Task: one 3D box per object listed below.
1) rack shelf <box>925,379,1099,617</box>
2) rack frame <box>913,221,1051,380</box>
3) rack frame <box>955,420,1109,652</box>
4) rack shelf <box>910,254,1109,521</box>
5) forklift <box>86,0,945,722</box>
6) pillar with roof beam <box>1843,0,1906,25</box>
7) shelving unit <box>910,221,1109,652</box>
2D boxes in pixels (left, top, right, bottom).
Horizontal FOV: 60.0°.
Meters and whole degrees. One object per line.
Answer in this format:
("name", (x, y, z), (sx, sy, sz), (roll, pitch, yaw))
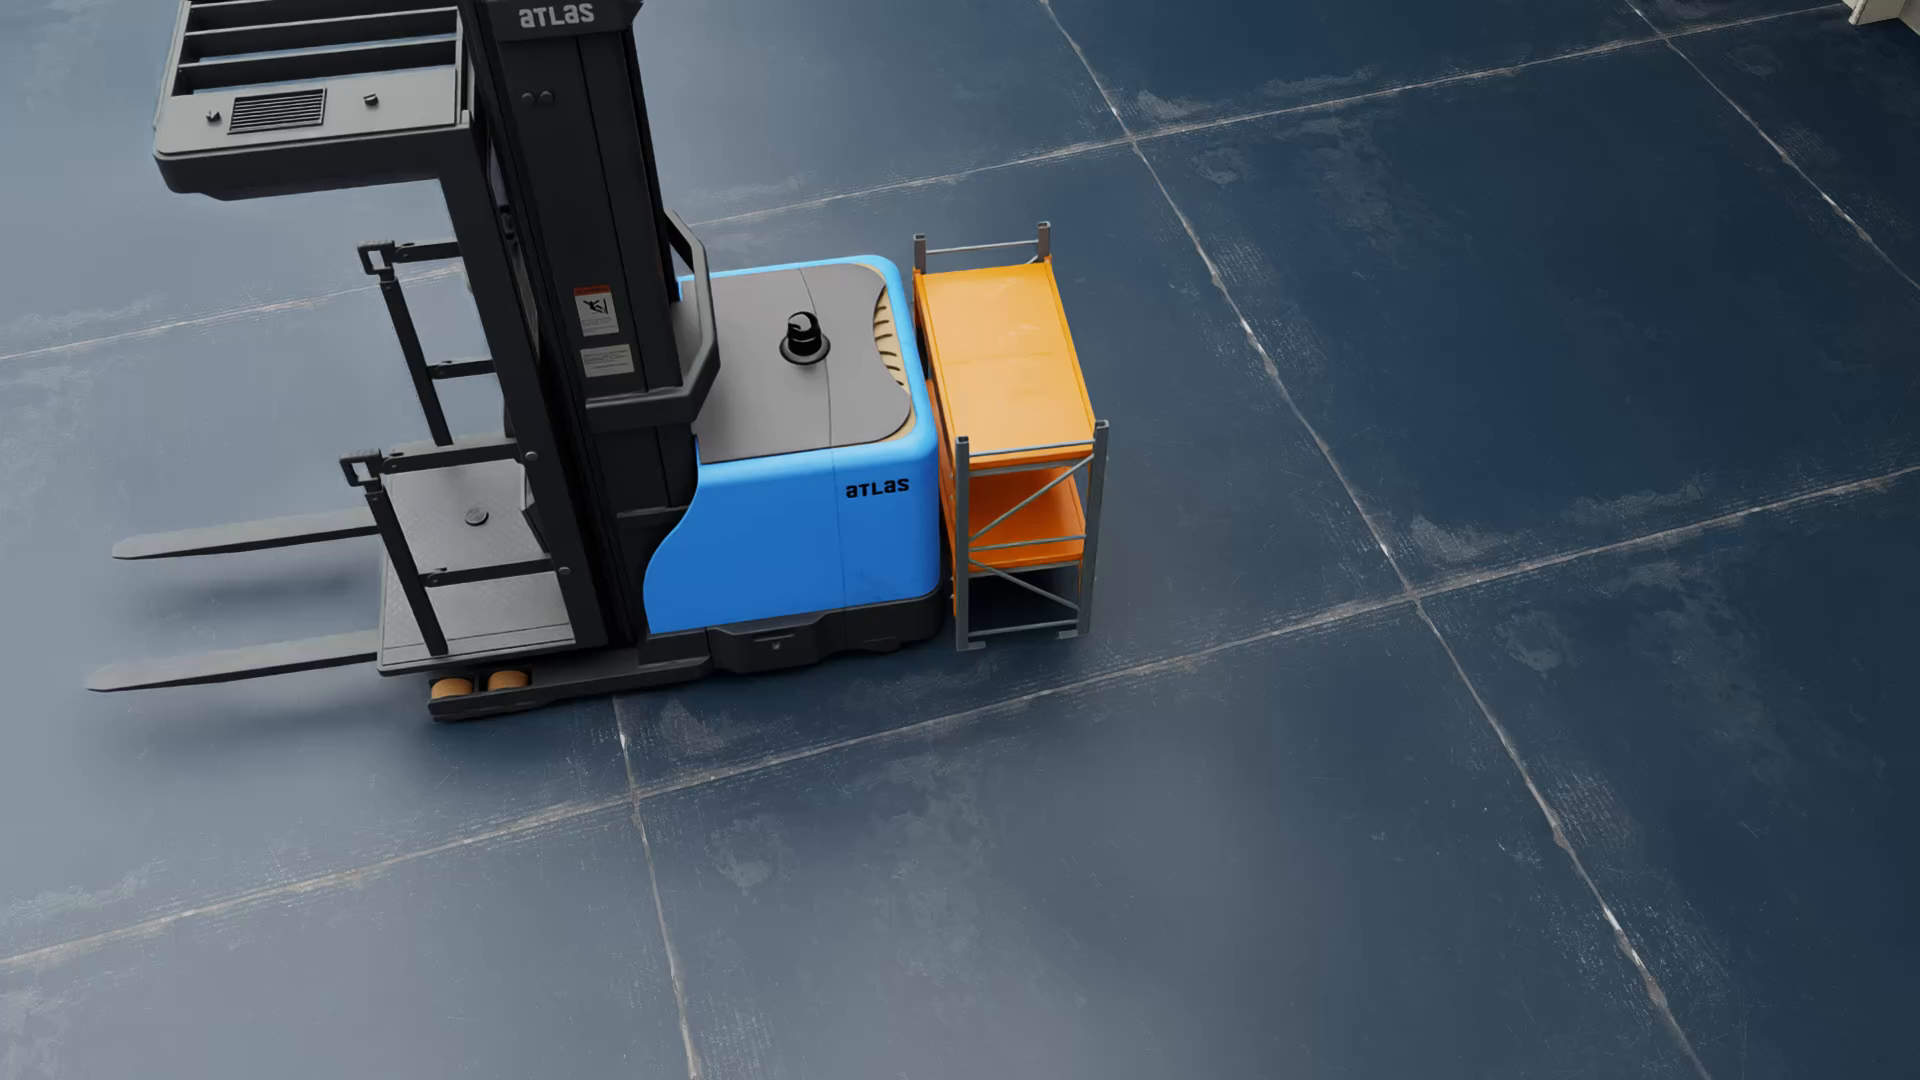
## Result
("rack shelf", (0.157, -0.214, 6.304), (0.538, 0.278, 1.000), (-7, 50, -6))
("rack frame", (0.080, -0.755, 6.441), (0.500, 1.125, 0.032), (-7, 50, -6))
("rack frame", (0.234, 0.013, 5.793), (0.500, 1.125, 0.032), (-7, 50, -6))
("rack shelf", (0.157, -0.560, 5.893), (0.538, 0.278, 1.000), (-7, 50, -6))
("forklift", (-1.624, -0.736, 5.243), (3.031, 2.935, 1.130), (-8, 50, -7))
("pillar with roof beam", (0.734, -4.844, 4.738), (9.100, 9.000, 0.400), (-13, 51, -11))
("shelving unit", (0.157, -0.371, 6.117), (0.538, 1.125, 1.048), (-7, 50, -6))
